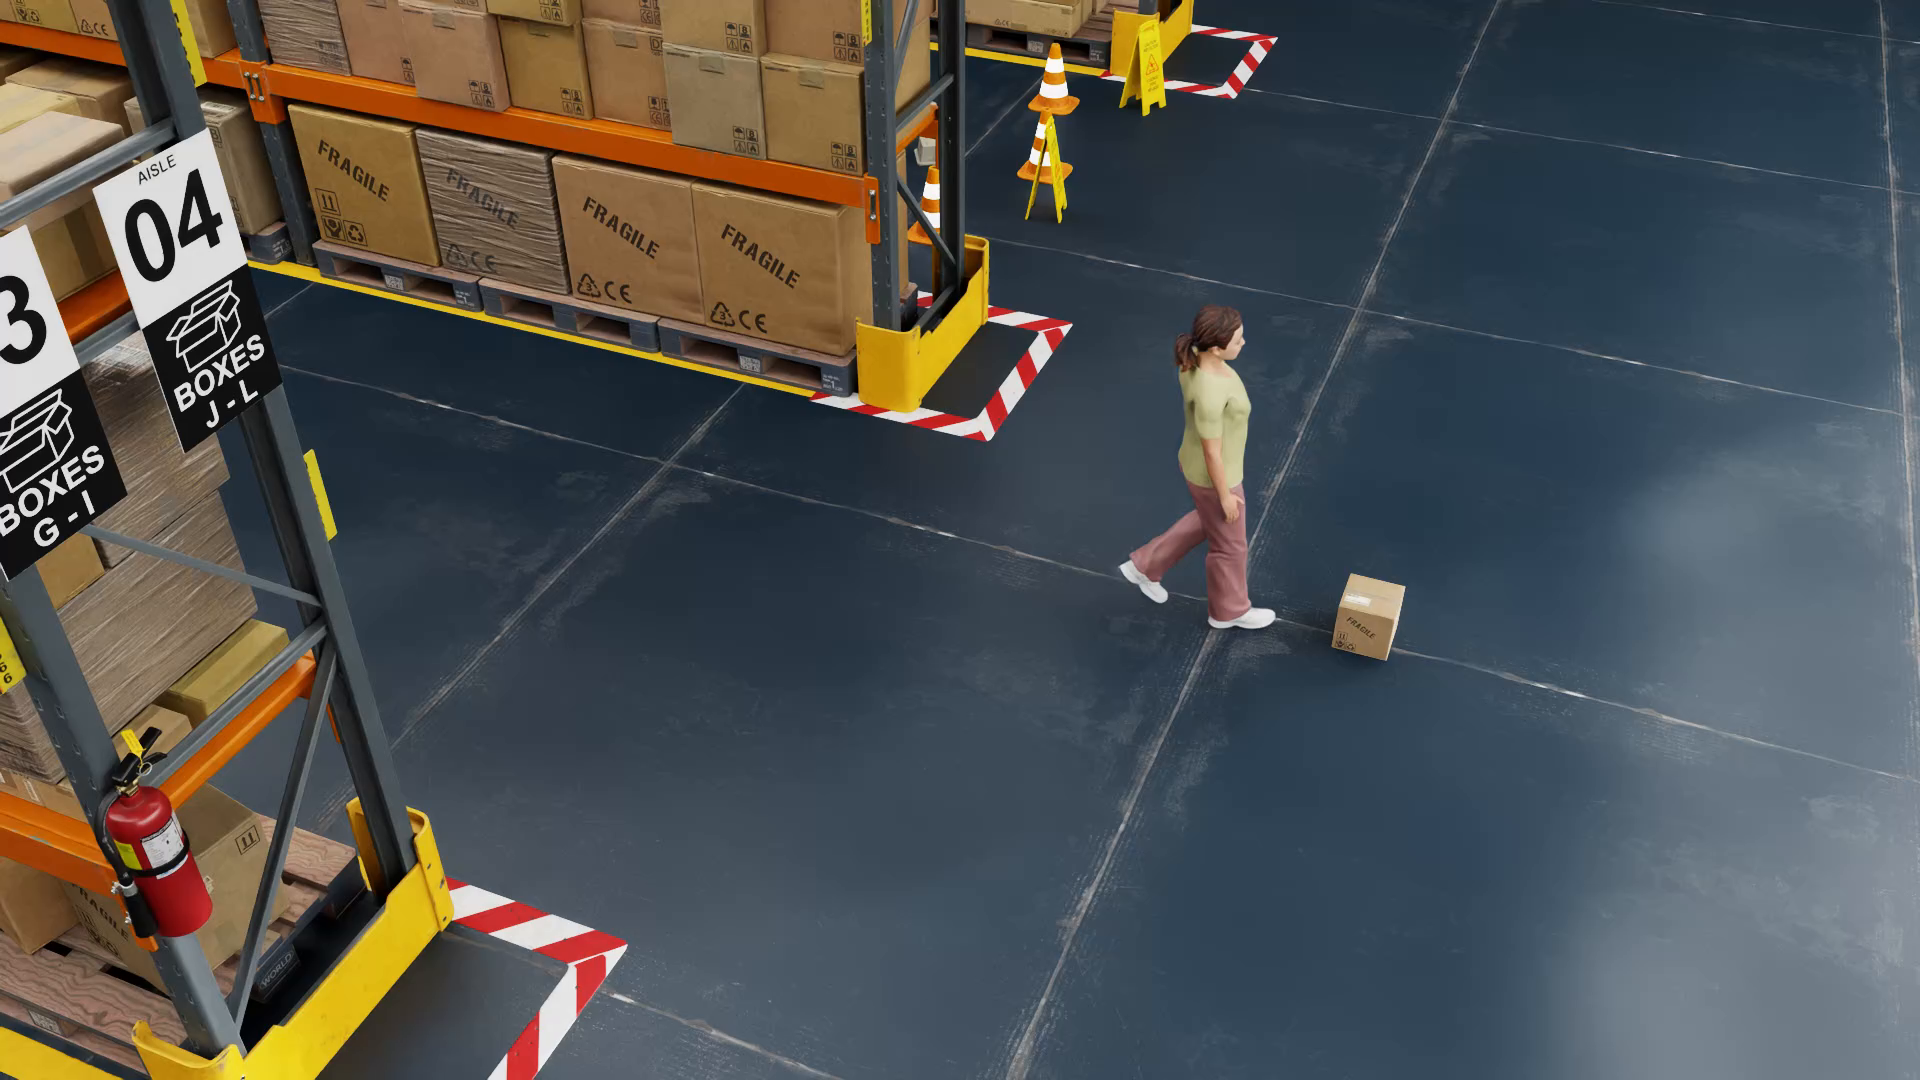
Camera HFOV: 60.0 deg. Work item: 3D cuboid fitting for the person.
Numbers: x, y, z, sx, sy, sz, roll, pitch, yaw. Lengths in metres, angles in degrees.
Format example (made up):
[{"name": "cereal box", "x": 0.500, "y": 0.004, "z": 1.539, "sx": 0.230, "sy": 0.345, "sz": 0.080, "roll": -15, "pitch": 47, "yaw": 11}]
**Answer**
[{"name": "person", "x": 1.091, "y": -0.299, "z": 7.192, "sx": 0.710, "sy": 1.658, "sz": 0.464, "roll": -4, "pitch": 38, "yaw": -5}]
